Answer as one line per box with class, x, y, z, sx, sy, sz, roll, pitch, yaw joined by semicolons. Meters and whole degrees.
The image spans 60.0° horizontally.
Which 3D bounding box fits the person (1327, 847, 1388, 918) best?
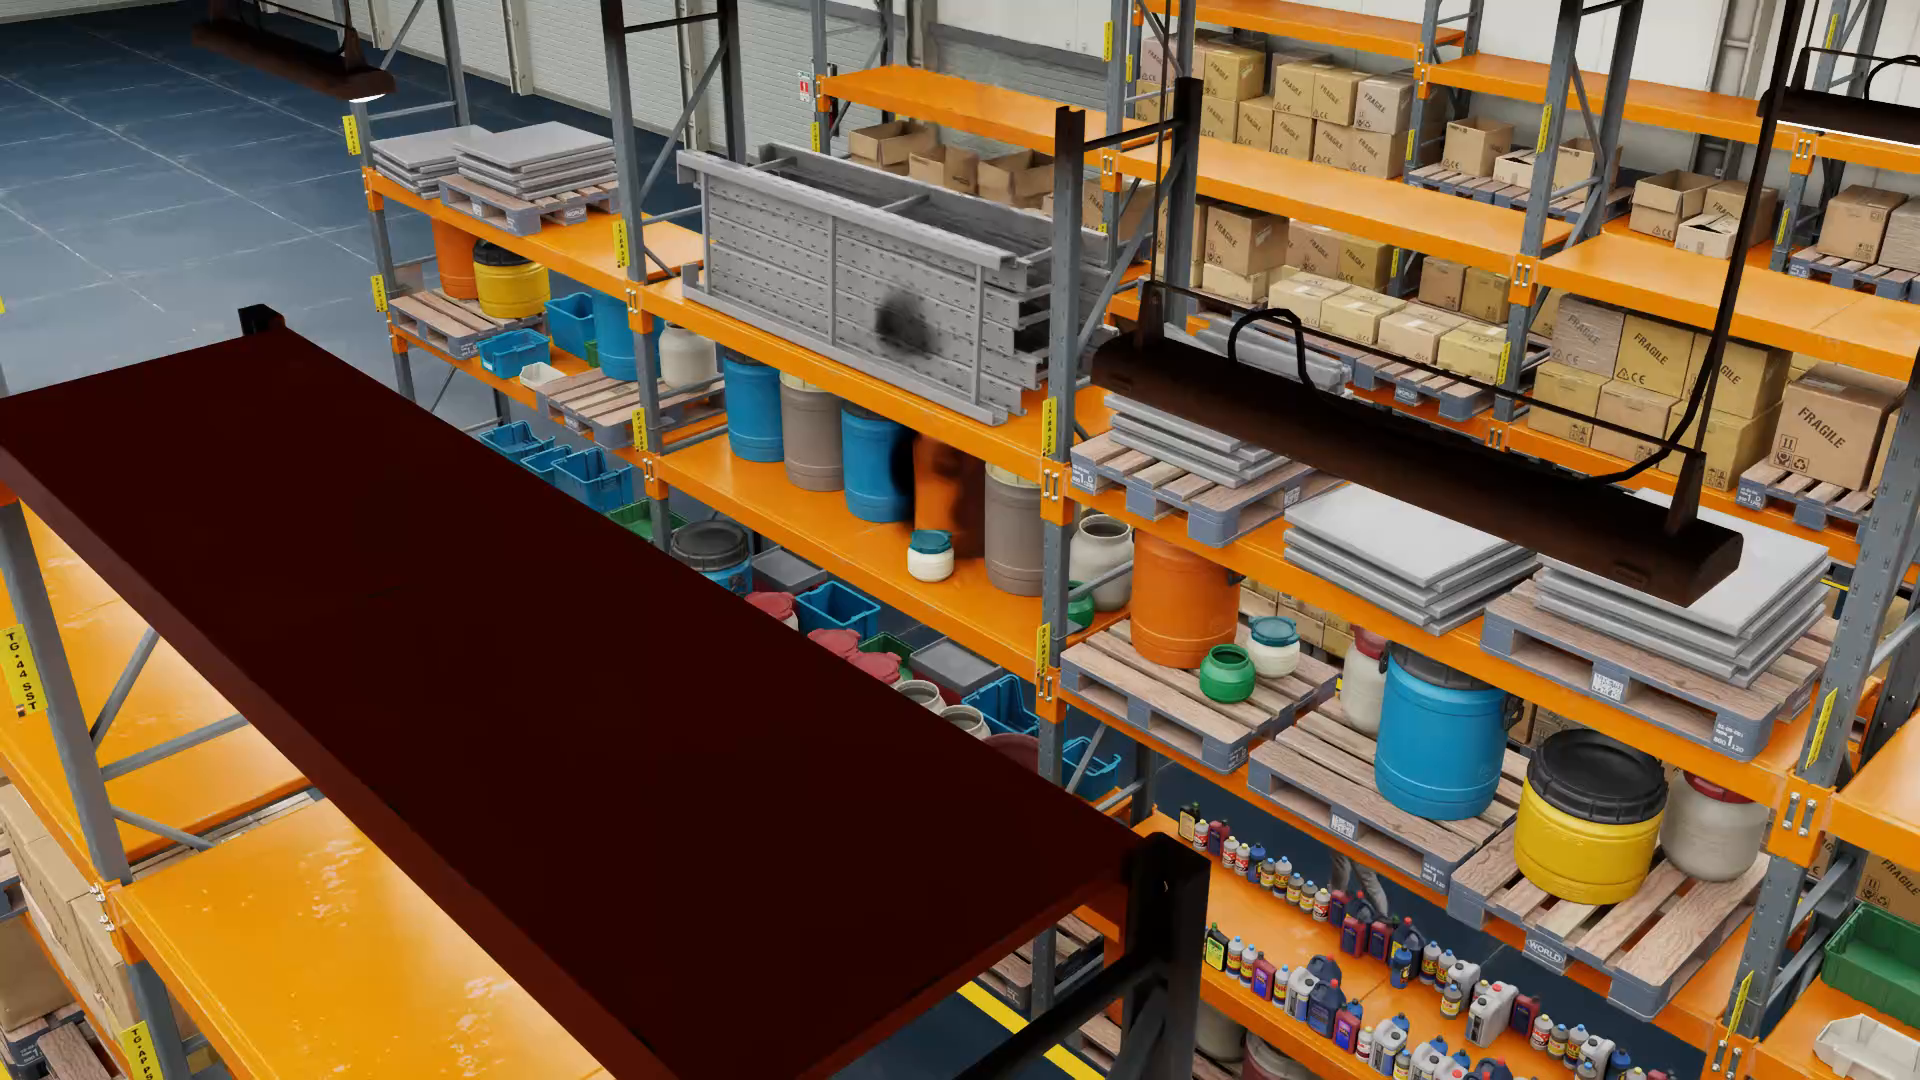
person;2.632;1.910;11.017;0.741;1.763;0.593;21;35;34
